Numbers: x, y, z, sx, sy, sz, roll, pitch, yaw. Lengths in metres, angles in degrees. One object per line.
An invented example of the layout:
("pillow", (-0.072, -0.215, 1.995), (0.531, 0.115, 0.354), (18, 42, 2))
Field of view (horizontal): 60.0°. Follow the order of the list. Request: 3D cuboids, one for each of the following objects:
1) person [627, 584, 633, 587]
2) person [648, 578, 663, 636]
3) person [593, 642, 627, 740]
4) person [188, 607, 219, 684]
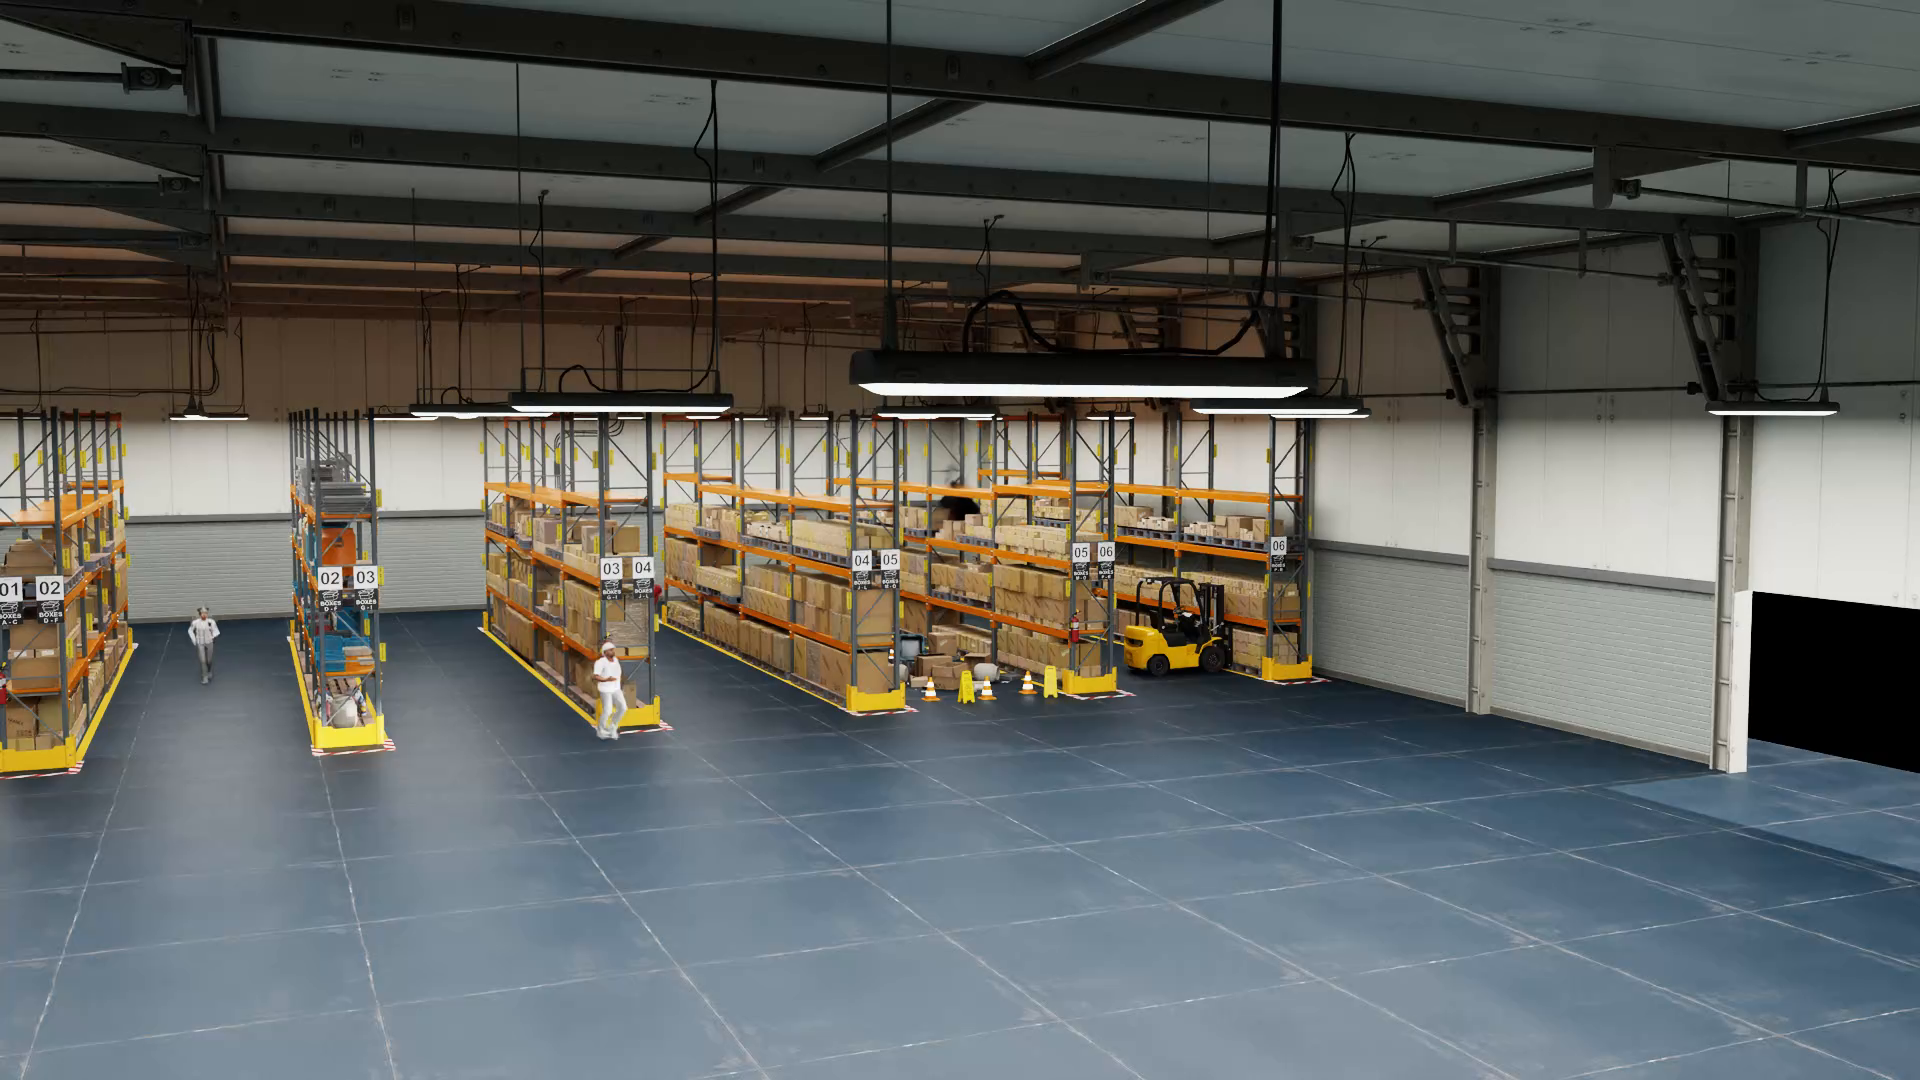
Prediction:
("person", (-9.670, 1.566, 47.593), (0.711, 1.684, 0.568), (1, 4, 11))
("person", (-8.258, 1.787, 44.294), (0.646, 1.648, 0.849), (-3, 5, -32))
("person", (-6.310, 2.742, 30.097), (0.617, 1.788, 0.694), (3, 5, 33))
("person", (-16.708, 2.300, 36.765), (0.624, 1.684, 0.770), (-2, 4, -26))
